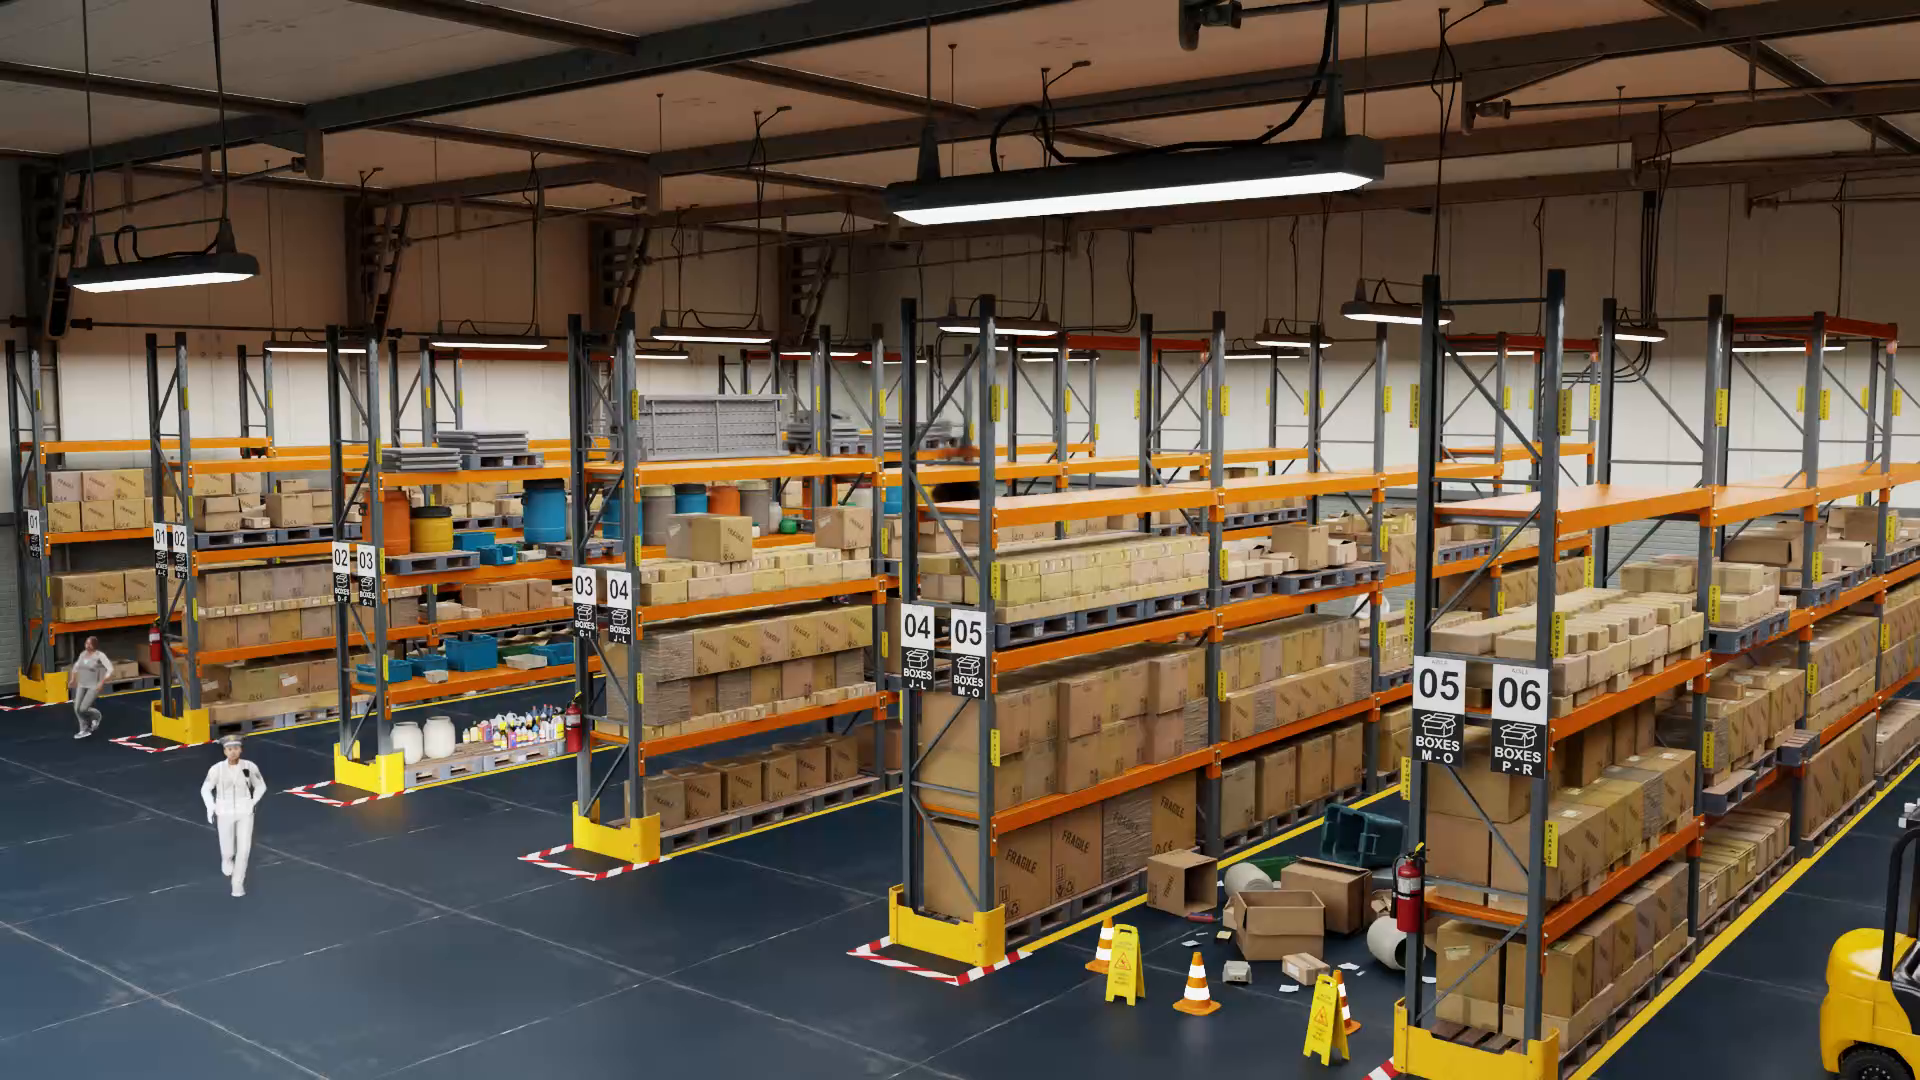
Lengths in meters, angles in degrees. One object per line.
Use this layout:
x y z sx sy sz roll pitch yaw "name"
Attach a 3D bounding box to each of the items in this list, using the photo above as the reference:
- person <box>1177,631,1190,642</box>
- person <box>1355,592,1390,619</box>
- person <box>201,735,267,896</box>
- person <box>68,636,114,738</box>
3.276 2.062 24.414 0.579 1.536 0.866 4 6 35 "person"
7.537 1.603 30.079 0.782 1.760 0.675 -1 5 -8 "person"
-7.463 2.810 17.123 0.617 1.656 0.554 -2 6 -26 "person"
-12.908 2.230 24.691 0.596 1.453 0.485 1 5 11 "person"
